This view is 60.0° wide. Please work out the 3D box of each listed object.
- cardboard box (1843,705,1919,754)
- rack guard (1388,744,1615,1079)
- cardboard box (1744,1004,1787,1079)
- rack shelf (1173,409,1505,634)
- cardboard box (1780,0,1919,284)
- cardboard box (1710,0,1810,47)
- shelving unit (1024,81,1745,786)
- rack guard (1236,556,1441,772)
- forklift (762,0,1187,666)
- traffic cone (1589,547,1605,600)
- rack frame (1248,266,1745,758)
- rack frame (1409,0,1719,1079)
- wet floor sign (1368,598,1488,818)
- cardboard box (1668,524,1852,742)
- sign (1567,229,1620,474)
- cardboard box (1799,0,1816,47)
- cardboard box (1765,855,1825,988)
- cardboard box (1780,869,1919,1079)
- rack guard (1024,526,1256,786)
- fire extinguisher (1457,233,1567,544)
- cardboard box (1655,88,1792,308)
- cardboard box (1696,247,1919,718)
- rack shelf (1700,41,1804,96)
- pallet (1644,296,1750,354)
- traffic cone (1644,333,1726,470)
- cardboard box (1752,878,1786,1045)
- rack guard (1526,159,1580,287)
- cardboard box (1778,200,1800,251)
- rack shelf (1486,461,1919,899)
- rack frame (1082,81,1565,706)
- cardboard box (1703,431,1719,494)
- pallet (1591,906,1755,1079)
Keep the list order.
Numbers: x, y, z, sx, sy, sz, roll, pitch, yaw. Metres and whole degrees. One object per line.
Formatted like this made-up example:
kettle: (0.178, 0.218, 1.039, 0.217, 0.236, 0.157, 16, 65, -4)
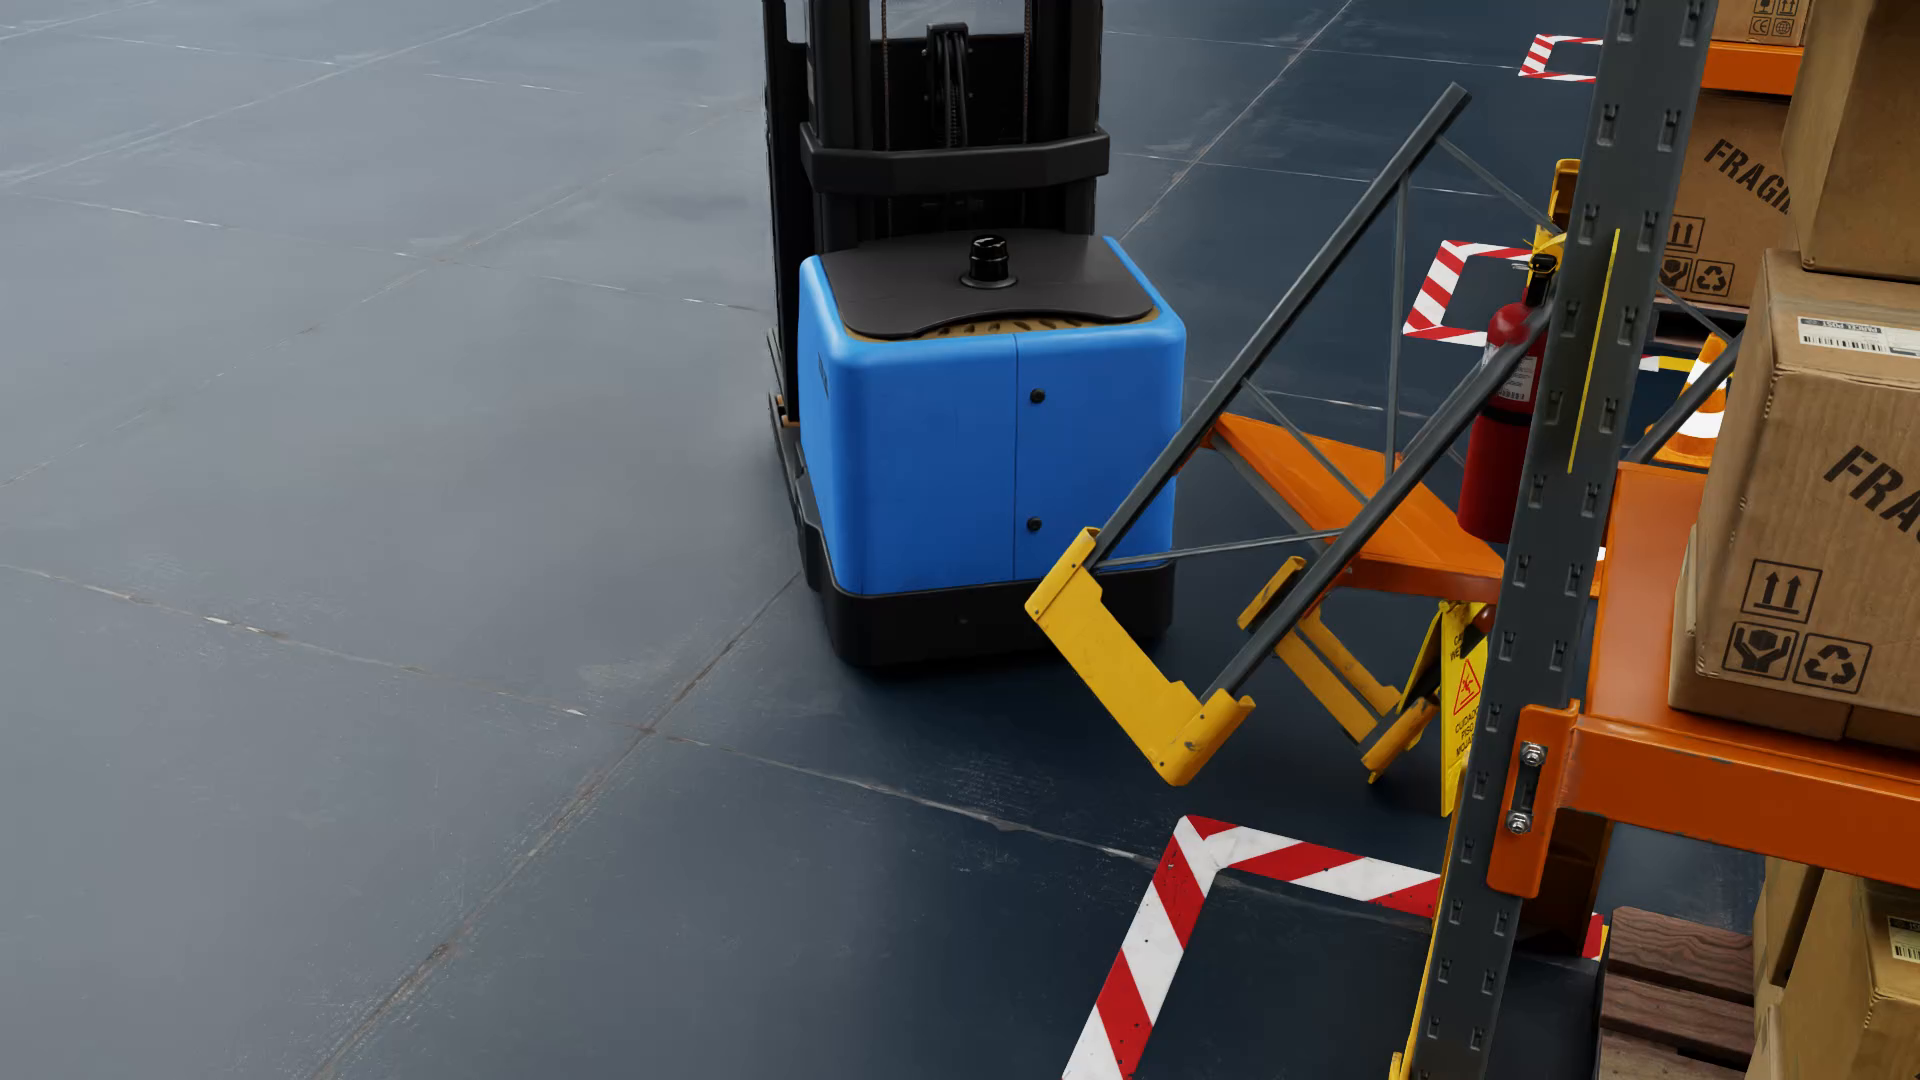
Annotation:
cardboard box: (1.546, 0.181, 2.637, 0.250, 0.149, 0.380, 12, 32, 20)
rack guard: (1.140, 0.976, 3.515, 0.348, 0.500, 1.175, 11, 31, 19)
cardboard box: (1.713, 1.163, 3.011, 0.500, 0.250, 0.500, 11, 31, 19)
rack shelf: (0.954, -0.035, 4.001, 1.000, 0.185, 0.538, 7, 37, -50)
cardboard box: (1.625, -0.739, 2.590, 0.500, 0.500, 0.700, 11, 31, 18)
cardboard box: (3.198, -2.419, 6.829, 0.550, 0.550, 0.875, 11, 31, 19)
shelving unit: (1.059, -0.168, 3.939, 1.083, 1.500, 0.587, 7, 37, -50)
rack guard: (1.031, 0.334, 4.561, 0.087, 0.250, 0.587, 7, 37, -50)
forklift: (-0.130, -1.609, 5.618, 1.130, 2.935, 3.031, -5, 30, -10)
traffic cone: (2.055, -0.099, 5.455, 0.334, 0.463, 0.336, 11, 31, 19)
rack frame: (1.376, -0.130, 4.323, 0.032, 1.500, 0.500, 7, 37, -50)
rack frame: (1.070, -0.126, 2.925, 0.127, 3.000, 1.000, 11, 31, 19)
wet floor sign: (1.296, 0.376, 4.429, 0.232, 0.644, 0.267, 24, 37, 36)
cardboard box: (1.307, 0.141, 2.708, 0.250, 0.149, 0.380, 11, 31, 19)
sign: (0.866, -0.256, 2.274, 0.005, 0.325, 0.100, 11, 31, 19)
cardboard box: (3.716, -2.327, 6.667, 0.550, 0.550, 0.875, 11, 31, 19)
cardboard box: (1.910, 0.591, 3.262, 0.500, 0.500, 0.500, 11, 31, 19)
cardboard box: (1.735, 0.841, 2.819, 0.500, 0.500, 0.500, 10, 31, 17)
rack guard: (0.399, 0.258, 3.795, 0.087, 0.250, 0.587, 7, 37, -50)
fire extinguisher: (1.137, -0.324, 3.353, 0.183, 0.674, 0.296, 11, 31, 19)
cardboard box: (3.490, -1.564, 7.202, 0.875, 0.875, 0.875, 11, 31, 19)
cardboard box: (1.404, -0.085, 2.448, 0.500, 0.500, 0.500, 11, 31, 18)
rack shelf: (4.690, -1.719, 6.473, 4.000, 0.370, 1.077, 11, 31, 19)
pallet: (3.607, -1.076, 7.438, 1.213, 0.211, 1.003, 11, 31, 19)
traffic cone: (2.795, -0.552, 6.256, 0.334, 0.463, 0.336, 11, 31, 19)
cardboard box: (1.942, 0.919, 3.443, 0.500, 0.250, 0.500, 11, 31, 19)
rack guard: (2.815, -1.318, 7.574, 0.348, 0.500, 1.175, 11, 31, 19)
cardboard box: (1.676, -0.324, 2.871, 0.500, 0.500, 0.500, 11, 31, 18)
rack shelf: (2.923, 0.557, 2.447, 4.000, 0.370, 1.077, 11, 31, 19)
rack frame: (0.731, -0.207, 3.541, 0.032, 1.500, 0.500, 7, 37, -50)
cardboard box: (1.497, -0.045, 3.037, 0.250, 0.149, 0.380, 12, 32, 21)
pallet: (1.880, 1.268, 3.292, 1.213, 0.211, 1.003, 11, 31, 19)
